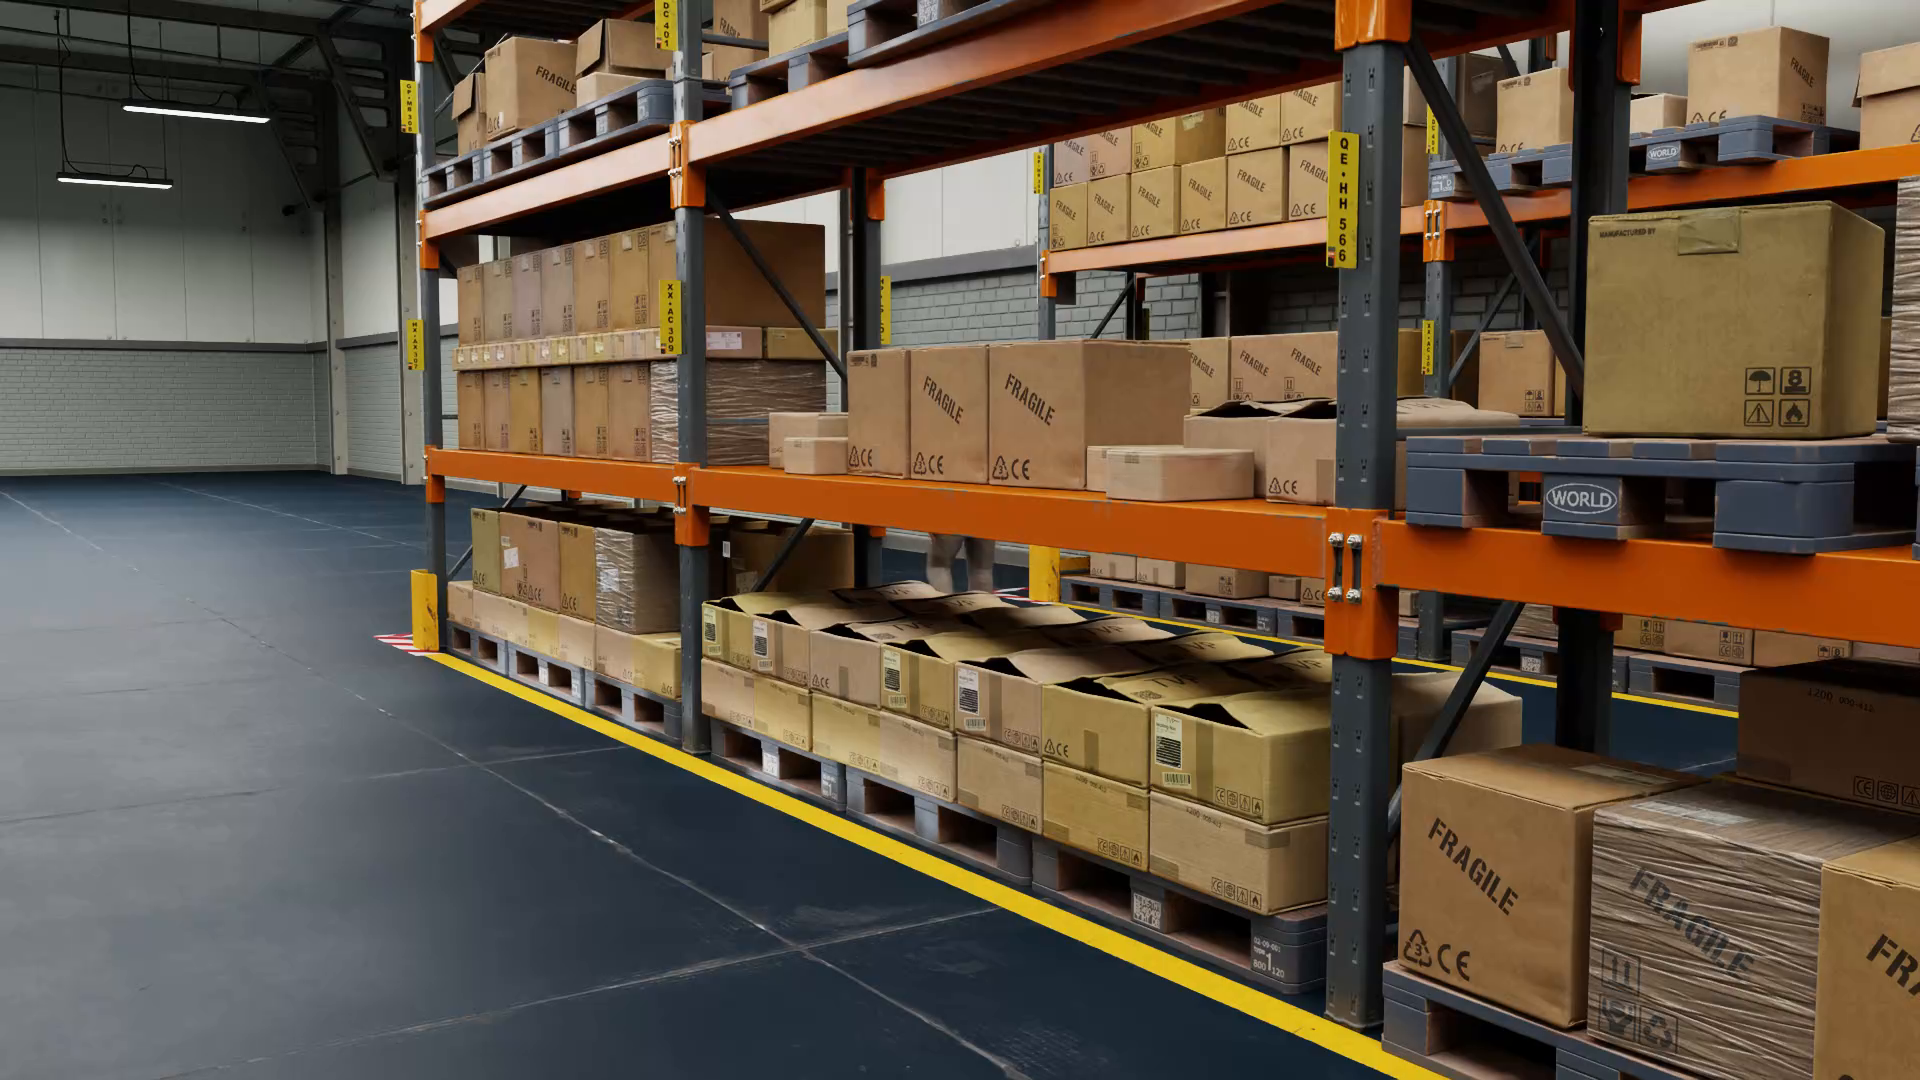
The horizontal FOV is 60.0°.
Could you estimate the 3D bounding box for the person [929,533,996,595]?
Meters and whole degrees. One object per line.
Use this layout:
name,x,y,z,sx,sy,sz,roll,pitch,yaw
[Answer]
person,0.007,-0.149,10.838,0.527,1.728,0.361,-3,5,-33
